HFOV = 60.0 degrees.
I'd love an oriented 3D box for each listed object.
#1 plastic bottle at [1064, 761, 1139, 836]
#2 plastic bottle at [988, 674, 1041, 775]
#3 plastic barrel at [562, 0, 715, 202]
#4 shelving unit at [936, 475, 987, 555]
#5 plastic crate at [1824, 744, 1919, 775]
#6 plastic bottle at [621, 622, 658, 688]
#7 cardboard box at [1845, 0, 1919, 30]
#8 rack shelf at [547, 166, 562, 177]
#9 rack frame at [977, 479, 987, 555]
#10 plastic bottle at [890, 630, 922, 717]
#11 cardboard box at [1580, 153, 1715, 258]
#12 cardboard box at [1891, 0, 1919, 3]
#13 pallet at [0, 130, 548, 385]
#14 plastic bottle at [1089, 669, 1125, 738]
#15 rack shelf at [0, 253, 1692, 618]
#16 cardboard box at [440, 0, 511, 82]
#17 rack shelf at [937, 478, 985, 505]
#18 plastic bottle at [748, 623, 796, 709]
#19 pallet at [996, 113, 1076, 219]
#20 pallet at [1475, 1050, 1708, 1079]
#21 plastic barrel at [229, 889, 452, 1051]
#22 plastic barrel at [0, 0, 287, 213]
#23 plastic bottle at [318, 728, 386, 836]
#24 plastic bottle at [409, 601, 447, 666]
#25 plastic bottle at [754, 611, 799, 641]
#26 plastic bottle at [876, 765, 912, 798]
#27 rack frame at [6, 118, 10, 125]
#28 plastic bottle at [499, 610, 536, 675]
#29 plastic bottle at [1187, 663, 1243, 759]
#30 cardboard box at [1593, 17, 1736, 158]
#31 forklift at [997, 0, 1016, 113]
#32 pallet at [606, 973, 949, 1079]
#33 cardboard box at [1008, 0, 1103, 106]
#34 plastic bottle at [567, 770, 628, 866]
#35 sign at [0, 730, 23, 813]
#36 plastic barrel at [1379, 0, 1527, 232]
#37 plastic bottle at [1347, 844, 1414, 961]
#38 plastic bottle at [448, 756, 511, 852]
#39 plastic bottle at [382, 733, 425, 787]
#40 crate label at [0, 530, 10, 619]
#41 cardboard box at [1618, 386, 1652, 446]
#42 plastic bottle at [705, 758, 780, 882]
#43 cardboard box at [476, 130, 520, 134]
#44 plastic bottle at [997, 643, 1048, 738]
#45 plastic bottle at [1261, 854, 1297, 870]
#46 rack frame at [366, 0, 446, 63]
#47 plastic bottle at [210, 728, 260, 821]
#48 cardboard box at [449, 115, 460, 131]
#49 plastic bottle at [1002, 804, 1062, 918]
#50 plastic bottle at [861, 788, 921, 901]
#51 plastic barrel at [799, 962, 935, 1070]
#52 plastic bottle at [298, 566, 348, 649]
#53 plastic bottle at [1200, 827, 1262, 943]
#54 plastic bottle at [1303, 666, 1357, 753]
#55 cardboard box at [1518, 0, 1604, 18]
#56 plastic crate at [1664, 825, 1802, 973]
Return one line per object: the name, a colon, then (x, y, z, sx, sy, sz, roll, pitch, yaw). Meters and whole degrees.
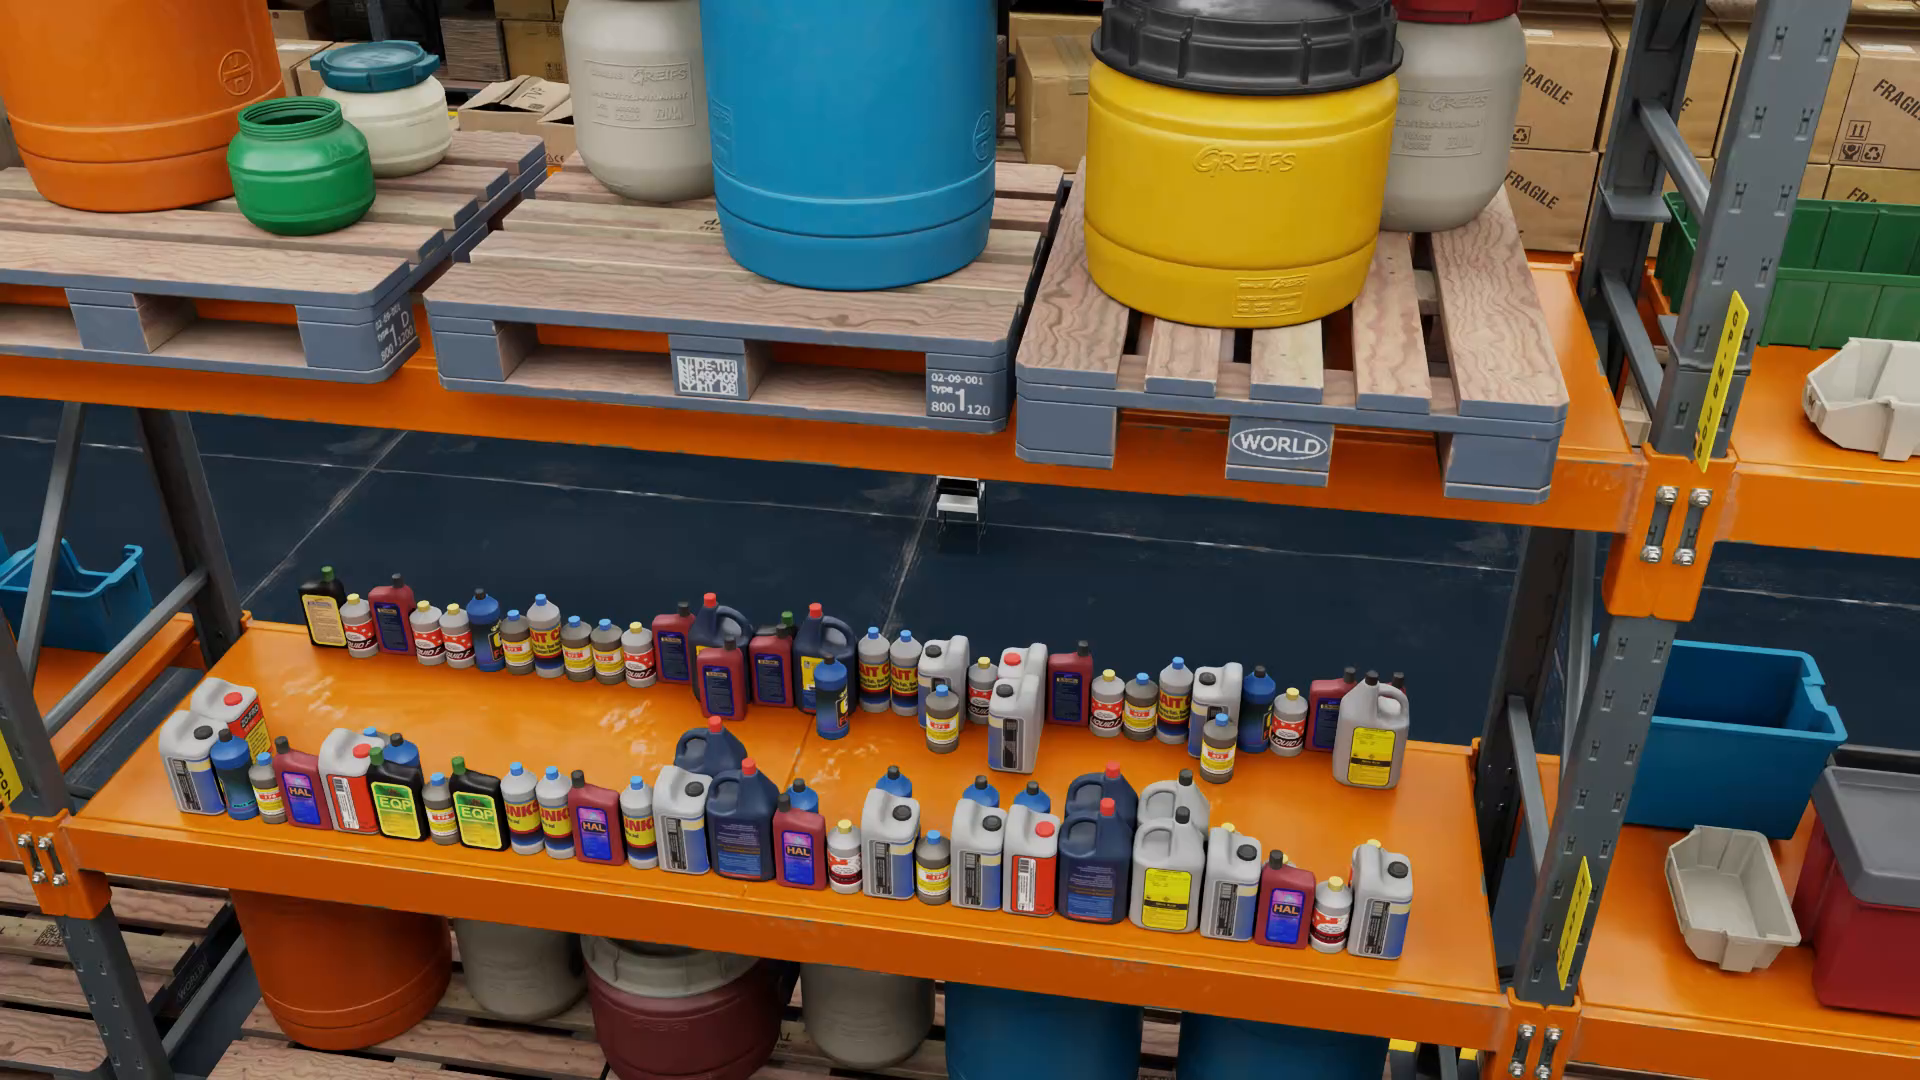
plastic bottle: (0.366, 0.719, 4.321, 0.185, 0.351, 0.144, 5, 32, 8)
plastic bottle: (0.155, 0.510, 4.726, 0.135, 0.276, 0.152, 5, 32, 8)
plastic barrel: (-0.685, -1.084, 3.804, 0.433, 0.535, 0.433, 0, 32, 0)
shelving unit: (0.008, -0.381, 8.010, 0.210, 0.900, 0.258, 5, 32, 8)
plastic crate: (2.634, 0.751, 4.425, 0.590, 0.125, 0.437, 5, 32, 8)
plastic bottle: (-0.977, 0.342, 5.064, 0.097, 0.201, 0.097, 0, 32, 0)
cardboard box: (4.362, -2.311, 8.079, 0.500, 0.500, 0.500, 5, 32, 8)
rack shelf: (-3.592, -2.120, 9.488, 4.000, 0.370, 1.077, 5, 32, 8)
rack frame: (0.108, -0.372, 7.996, 0.006, 0.900, 0.240, 5, 32, 8)
plastic bottle: (-0.158, 0.387, 4.927, 0.097, 0.271, 0.097, 0, 32, 0)
cardboard box: (3.284, -1.700, 8.045, 0.500, 0.500, 0.500, 6, 32, 9)
cardboard box: (6.590, -4.291, 11.996, 0.700, 0.700, 0.980, 7, 33, 10)
pallet: (-1.720, -0.728, 3.937, 1.213, 0.211, 1.003, 5, 32, 8)
plastic bottle: (0.431, 0.470, 4.860, 0.097, 0.201, 0.097, 0, 32, 0)
rack shelf: (-0.486, -0.444, 3.984, 4.000, 0.370, 1.077, 5, 32, 8)
cardboard box: (-4.006, -4.265, 14.178, 0.500, 0.500, 0.700, 6, 33, 10)
rack shelf: (0.008, -0.276, 8.076, 0.200, 0.077, 0.258, 5, 32, 8)
plastic bottle: (-0.557, 0.368, 4.944, 0.133, 0.283, 0.061, 5, 32, 8)
pallet: (0.297, -1.994, 8.790, 1.213, 0.211, 1.003, 5, 32, 8)
pallet: (2.217, 1.928, 4.971, 1.213, 0.211, 1.003, 5, 32, 8)
plastic barrel: (-1.973, 1.120, 5.283, 0.708, 0.830, 0.600, 5, 32, 8)
plastic barrel: (-1.899, -1.236, 3.769, 0.708, 0.830, 0.600, 5, 32, 8)
plastic bottle: (-1.630, 0.645, 4.509, 0.135, 0.276, 0.152, 5, 32, 8)
plastic bottle: (-1.649, 0.281, 5.161, 0.097, 0.201, 0.097, 0, 32, 0)
plastic bottle: (-0.547, 0.336, 4.995, 0.133, 0.283, 0.061, 5, 32, 8)
plastic bottle: (-0.174, 0.712, 4.407, 0.097, 0.271, 0.097, 0, 32, 0)
rack frame: (-2.458, -2.199, 3.282, 0.127, 3.000, 1.000, 5, 32, 8)
plastic bottle: (-1.361, 0.307, 5.119, 0.097, 0.201, 0.097, 0, 32, 0)
plastic bottle: (0.732, 0.480, 4.773, 0.135, 0.276, 0.152, 5, 32, 8)
cardboard box: (3.248, -2.121, 7.775, 0.500, 0.500, 0.500, 4, 32, 7)
forklift: (-0.408, -3.320, 10.791, 1.130, 2.935, 3.031, -18, 36, -26)
pallet: (-0.475, 1.684, 5.360, 1.213, 0.211, 1.003, 5, 32, 8)
cardboard box: (0.774, -3.889, 13.266, 0.750, 0.750, 0.750, 5, 32, 8)
plastic bottle: (-0.954, 0.728, 4.370, 0.133, 0.283, 0.061, 5, 32, 8)
sign: (-2.543, 0.563, 4.370, 0.005, 0.325, 0.100, 5, 32, 8)
plastic barrel: (1.008, -0.985, 3.645, 0.433, 0.535, 0.433, 0, 32, 0)
plastic bottle: (1.042, 0.887, 4.123, 0.135, 0.276, 0.152, 5, 32, 8)
plastic bottle: (-1.278, 0.698, 4.417, 0.133, 0.283, 0.061, 5, 32, 8)
plastic bottle: (-1.510, 0.640, 4.522, 0.097, 0.271, 0.097, 0, 32, 0)
crate label: (-3.392, 0.098, 5.232, 0.616, 0.435, 0.502, 5, 32, 8)
cardboard box: (3.554, -0.653, 8.721, 0.250, 0.166, 0.380, 5, 32, 8)
plastic bottle: (-0.562, 0.712, 4.331, 0.185, 0.351, 0.144, 5, 32, 8)
cardboard box: (-2.554, -2.076, 8.976, 0.250, 0.149, 0.380, 5, 32, 8)
plastic bottle: (0.180, 0.430, 4.853, 0.135, 0.276, 0.152, 5, 32, 8)
plastic bottle: (0.802, 0.879, 4.206, 0.097, 0.201, 0.097, 0, 32, 0)
rack frame: (-4.734, -5.195, 13.722, 0.127, 3.000, 1.000, 5, 32, 8)
plastic bottle: (-1.976, 0.630, 4.537, 0.097, 0.271, 0.097, 0, 32, 0)
cardboard box: (-2.887, -2.225, 9.214, 0.250, 0.149, 0.380, 8, 33, 12)
plastic bottle: (0.185, 0.809, 4.247, 0.135, 0.276, 0.152, 5, 32, 8)
plastic bottle: (-0.176, 0.777, 4.299, 0.135, 0.276, 0.152, 5, 32, 8)
plastic barrel: (-0.288, 1.359, 5.200, 0.421, 0.512, 0.421, 0, 32, 0)
plastic bottle: (-1.987, 0.206, 5.204, 0.133, 0.283, 0.061, 5, 32, 8)
plastic bottle: (0.682, 0.854, 4.175, 0.135, 0.276, 0.152, 5, 32, 8)
plastic bottle: (1.064, 0.482, 4.762, 0.133, 0.283, 0.061, 5, 32, 8)
cardboard box: (2.864, -2.446, 8.294, 0.500, 0.500, 0.500, 5, 32, 8)
plastic crate: (1.920, 0.903, 4.172, 0.243, 0.136, 0.396, 5, 32, 8)
